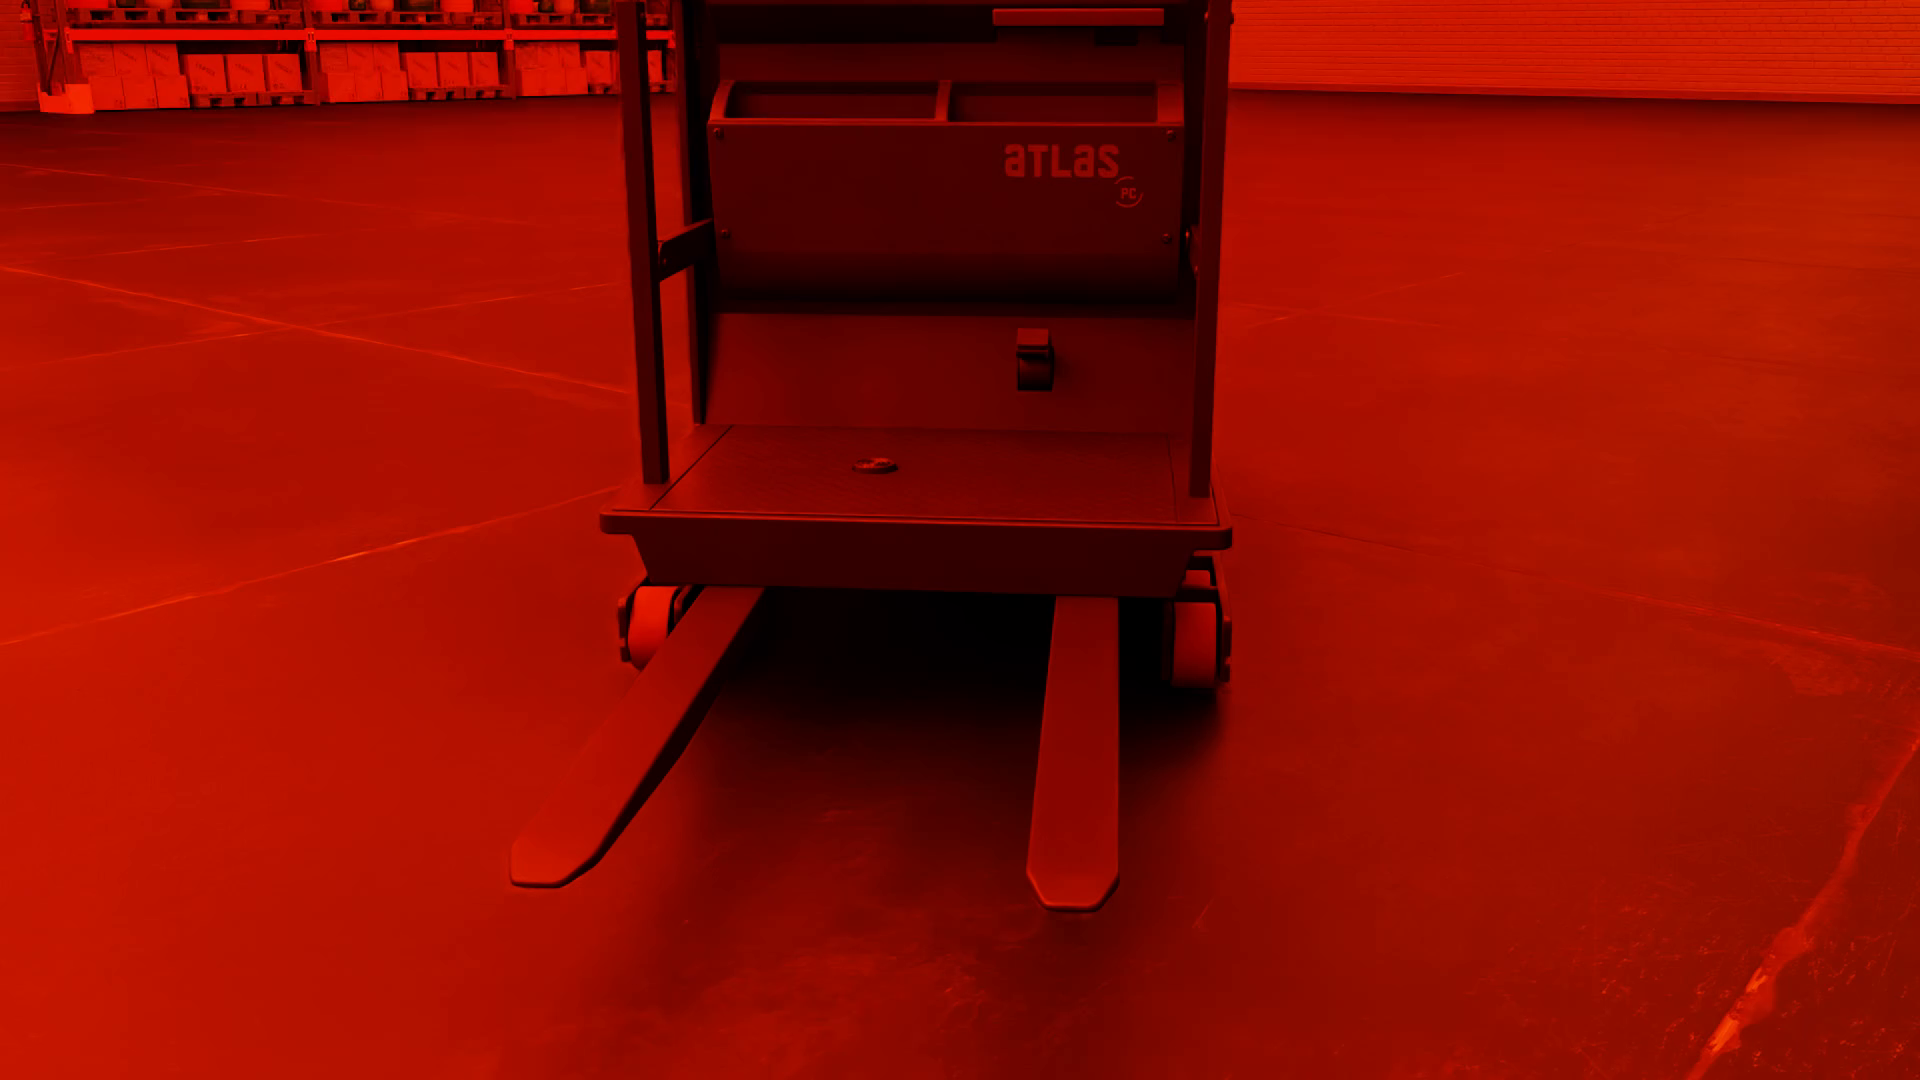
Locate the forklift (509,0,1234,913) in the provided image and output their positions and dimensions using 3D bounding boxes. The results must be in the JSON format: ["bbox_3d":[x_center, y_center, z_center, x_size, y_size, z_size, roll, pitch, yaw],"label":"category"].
[{"bbox_3d":[-0.043,-1.229,2.946,1.130,2.935,3.031,2,17,5],"label":"forklift"}]
